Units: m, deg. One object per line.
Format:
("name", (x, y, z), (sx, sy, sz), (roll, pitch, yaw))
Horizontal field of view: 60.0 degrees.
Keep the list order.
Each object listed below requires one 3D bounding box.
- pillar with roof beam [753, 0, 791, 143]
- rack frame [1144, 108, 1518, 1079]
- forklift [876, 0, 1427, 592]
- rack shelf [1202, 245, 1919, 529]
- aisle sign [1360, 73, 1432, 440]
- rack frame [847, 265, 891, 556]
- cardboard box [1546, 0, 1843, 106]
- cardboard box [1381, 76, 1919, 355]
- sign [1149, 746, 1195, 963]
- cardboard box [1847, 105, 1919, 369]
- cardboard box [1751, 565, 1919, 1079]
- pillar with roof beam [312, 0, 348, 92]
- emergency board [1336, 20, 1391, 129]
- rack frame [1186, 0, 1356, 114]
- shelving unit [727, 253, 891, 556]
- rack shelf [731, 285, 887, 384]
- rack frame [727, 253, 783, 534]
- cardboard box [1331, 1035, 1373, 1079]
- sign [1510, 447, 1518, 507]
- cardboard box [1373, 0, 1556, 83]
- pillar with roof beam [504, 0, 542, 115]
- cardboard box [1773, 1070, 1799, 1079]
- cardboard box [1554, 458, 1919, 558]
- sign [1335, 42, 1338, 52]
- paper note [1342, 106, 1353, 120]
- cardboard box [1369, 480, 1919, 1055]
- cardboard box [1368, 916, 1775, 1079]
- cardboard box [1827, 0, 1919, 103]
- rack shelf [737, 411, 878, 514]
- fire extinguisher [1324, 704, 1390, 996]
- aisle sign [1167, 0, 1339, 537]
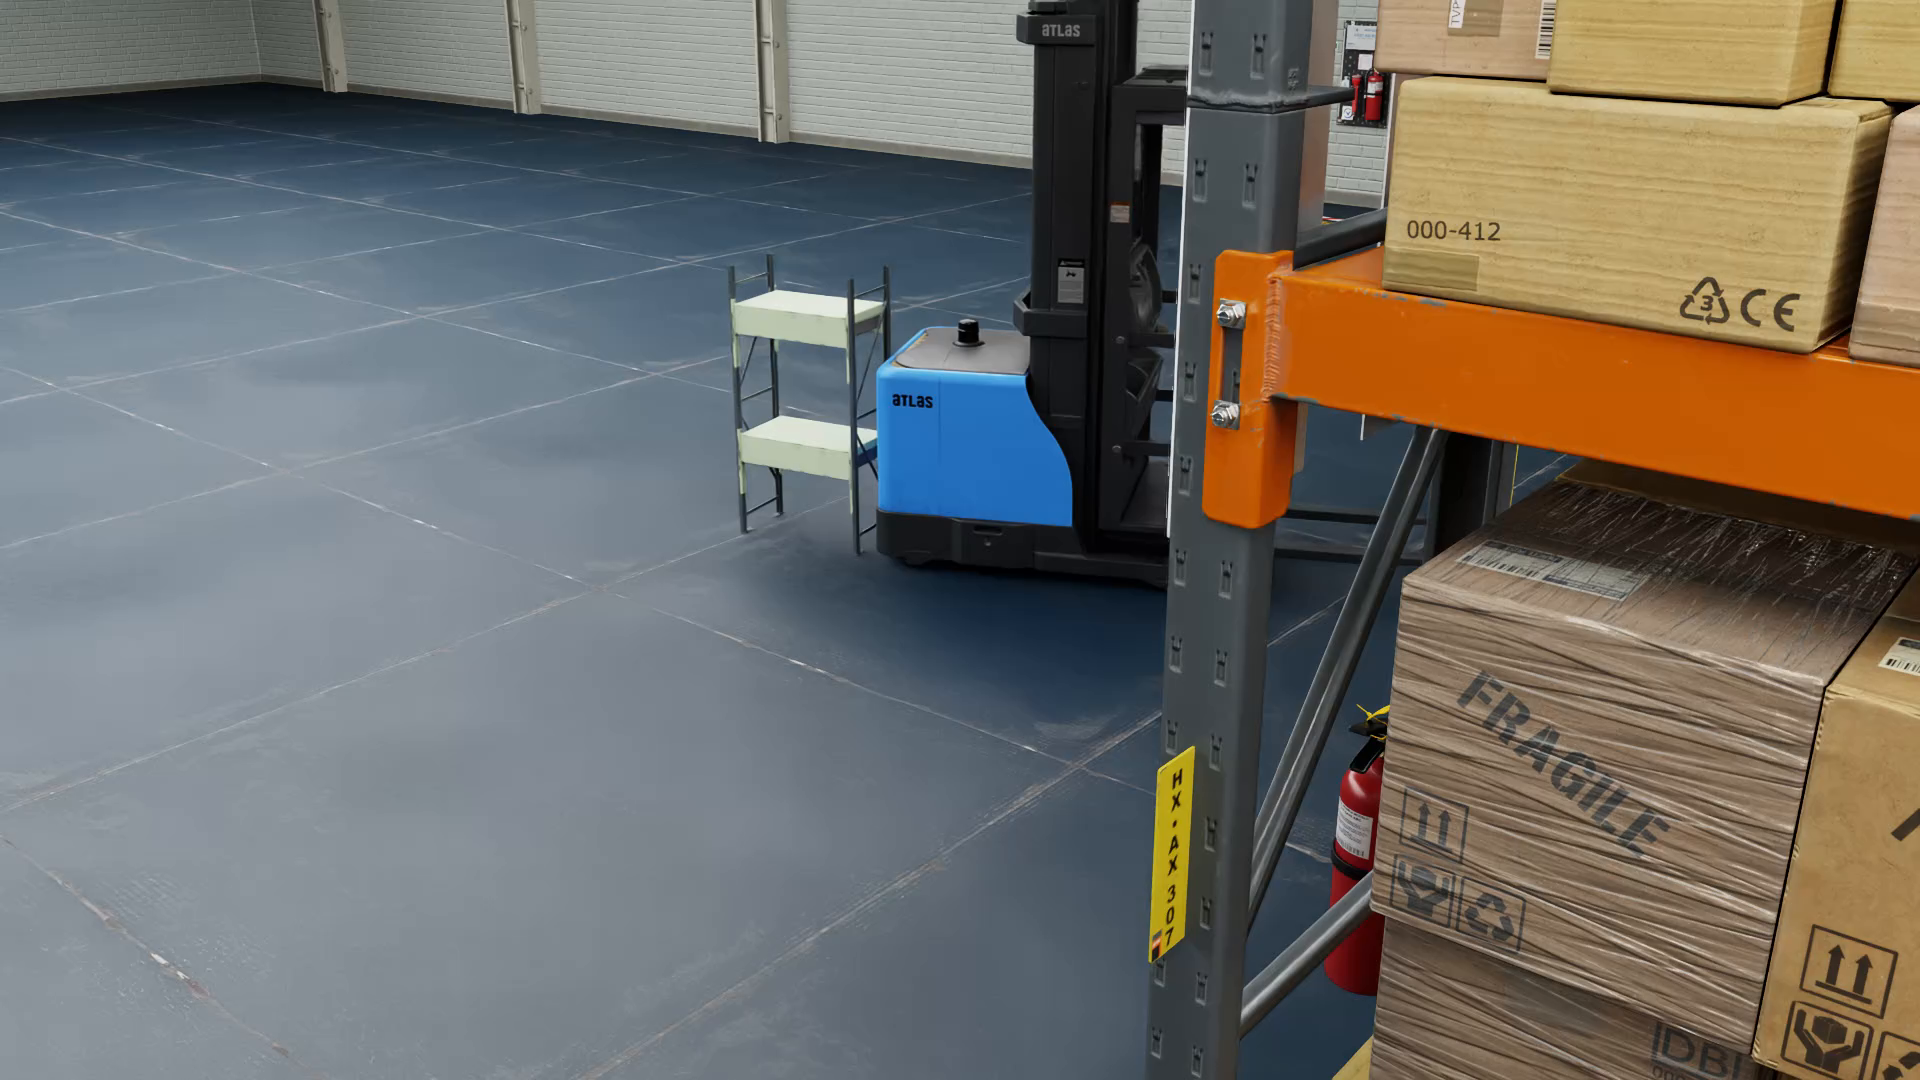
("pillar with roof beam", (-5.525, -9.066, 20.457), (0.400, 9.000, 9.100), (16, 26, 36))
("rack frame", (0.657, 0.722, 3.002), (0.127, 3.000, 1.000), (16, 26, 36))
("forklift", (1.129, -1.285, 8.422), (3.031, 2.935, 1.130), (5, 21, 13))
("rack shelf", (2.207, 0.102, 1.416), (4.000, 0.370, 1.077), (16, 26, 36))
("aisle sign", (0.799, -0.590, 2.797), (0.004, 0.787, 0.394), (16, 26, 36))
("rack frame", (-0.472, -0.679, 8.842), (0.023, 1.500, 0.400), (10, 23, 26))
("cardboard box", (0.864, -0.589, 1.875), (0.250, 0.149, 0.380), (17, 26, 37))
("cardboard box", (0.867, -0.433, 2.027), (0.500, 0.250, 0.500), (17, 27, 38))
("sign", (0.314, 0.466, 2.456), (0.005, 0.325, 0.100), (16, 26, 36))
("cardboard box", (1.271, -0.320, 1.726), (0.500, 0.250, 0.500), (15, 26, 35))
("cardboard box", (1.294, 0.379, 1.931), (0.500, 0.500, 0.500), (16, 26, 36))
("pillar with roof beam", (-14.821, -11.744, 27.556), (0.400, 9.000, 9.100), (16, 26, 36))
("emergency board", (4.604, -5.321, 19.026), (0.643, 1.169, 0.194), (16, 26, 36))
("rack frame", (0.657, -2.085, 1.943), (0.127, 3.000, 1.000), (16, 26, 36))
("shelving unit", (-0.796, -0.738, 9.001), (0.755, 1.500, 0.431), (10, 23, 26))
("rack shelf", (-0.796, -1.104, 8.863), (0.720, 0.370, 0.431), (10, 23, 26))
("rack frame", (-1.121, -0.798, 9.160), (0.023, 1.500, 0.400), (10, 23, 26))
("cardboard box", (0.727, 0.969, 2.705), (0.250, 0.149, 0.380), (16, 26, 36))
("sign", (1.024, -0.115, 3.132), (0.005, 0.325, 0.100), (16, 26, 36))
("cardboard box", (0.724, -0.673, 2.098), (0.250, 0.149, 0.380), (16, 26, 36))
("pillar with roof beam", (-10.173, -10.405, 24.007), (0.400, 9.000, 9.100), (16, 26, 36))
("cardboard box", (1.529, 0.745, 2.378), (0.500, 0.500, 0.875), (16, 26, 36))
("cardboard box", (1.240, 0.124, 2.609), (0.500, 0.500, 0.500), (16, 26, 36))
("sign", (4.238, -5.733, 19.319), (0.331, 0.109, 0.001), (16, 26, 36))
("paper note", (4.510, -4.967, 19.336), (0.142, 0.148, 0.016), (16, 26, 36))
("cardboard box", (0.911, 0.266, 2.232), (0.500, 0.500, 0.500), (16, 26, 36))
("cardboard box", (1.066, 0.666, 2.586), (0.500, 0.500, 0.875), (16, 26, 36))
("cardboard box", (1.138, -0.566, 1.815), (0.250, 0.149, 0.380), (16, 26, 35))
("rack shelf", (-0.796, -0.433, 9.116), (0.720, 0.370, 0.431), (10, 23, 26))
("fire extinguisher", (0.860, 0.607, 3.417), (0.183, 0.674, 0.296), (16, 26, 36))
("aisle sign", (0.420, -0.426, 2.362), (0.004, 0.787, 0.394), (16, 26, 36))
